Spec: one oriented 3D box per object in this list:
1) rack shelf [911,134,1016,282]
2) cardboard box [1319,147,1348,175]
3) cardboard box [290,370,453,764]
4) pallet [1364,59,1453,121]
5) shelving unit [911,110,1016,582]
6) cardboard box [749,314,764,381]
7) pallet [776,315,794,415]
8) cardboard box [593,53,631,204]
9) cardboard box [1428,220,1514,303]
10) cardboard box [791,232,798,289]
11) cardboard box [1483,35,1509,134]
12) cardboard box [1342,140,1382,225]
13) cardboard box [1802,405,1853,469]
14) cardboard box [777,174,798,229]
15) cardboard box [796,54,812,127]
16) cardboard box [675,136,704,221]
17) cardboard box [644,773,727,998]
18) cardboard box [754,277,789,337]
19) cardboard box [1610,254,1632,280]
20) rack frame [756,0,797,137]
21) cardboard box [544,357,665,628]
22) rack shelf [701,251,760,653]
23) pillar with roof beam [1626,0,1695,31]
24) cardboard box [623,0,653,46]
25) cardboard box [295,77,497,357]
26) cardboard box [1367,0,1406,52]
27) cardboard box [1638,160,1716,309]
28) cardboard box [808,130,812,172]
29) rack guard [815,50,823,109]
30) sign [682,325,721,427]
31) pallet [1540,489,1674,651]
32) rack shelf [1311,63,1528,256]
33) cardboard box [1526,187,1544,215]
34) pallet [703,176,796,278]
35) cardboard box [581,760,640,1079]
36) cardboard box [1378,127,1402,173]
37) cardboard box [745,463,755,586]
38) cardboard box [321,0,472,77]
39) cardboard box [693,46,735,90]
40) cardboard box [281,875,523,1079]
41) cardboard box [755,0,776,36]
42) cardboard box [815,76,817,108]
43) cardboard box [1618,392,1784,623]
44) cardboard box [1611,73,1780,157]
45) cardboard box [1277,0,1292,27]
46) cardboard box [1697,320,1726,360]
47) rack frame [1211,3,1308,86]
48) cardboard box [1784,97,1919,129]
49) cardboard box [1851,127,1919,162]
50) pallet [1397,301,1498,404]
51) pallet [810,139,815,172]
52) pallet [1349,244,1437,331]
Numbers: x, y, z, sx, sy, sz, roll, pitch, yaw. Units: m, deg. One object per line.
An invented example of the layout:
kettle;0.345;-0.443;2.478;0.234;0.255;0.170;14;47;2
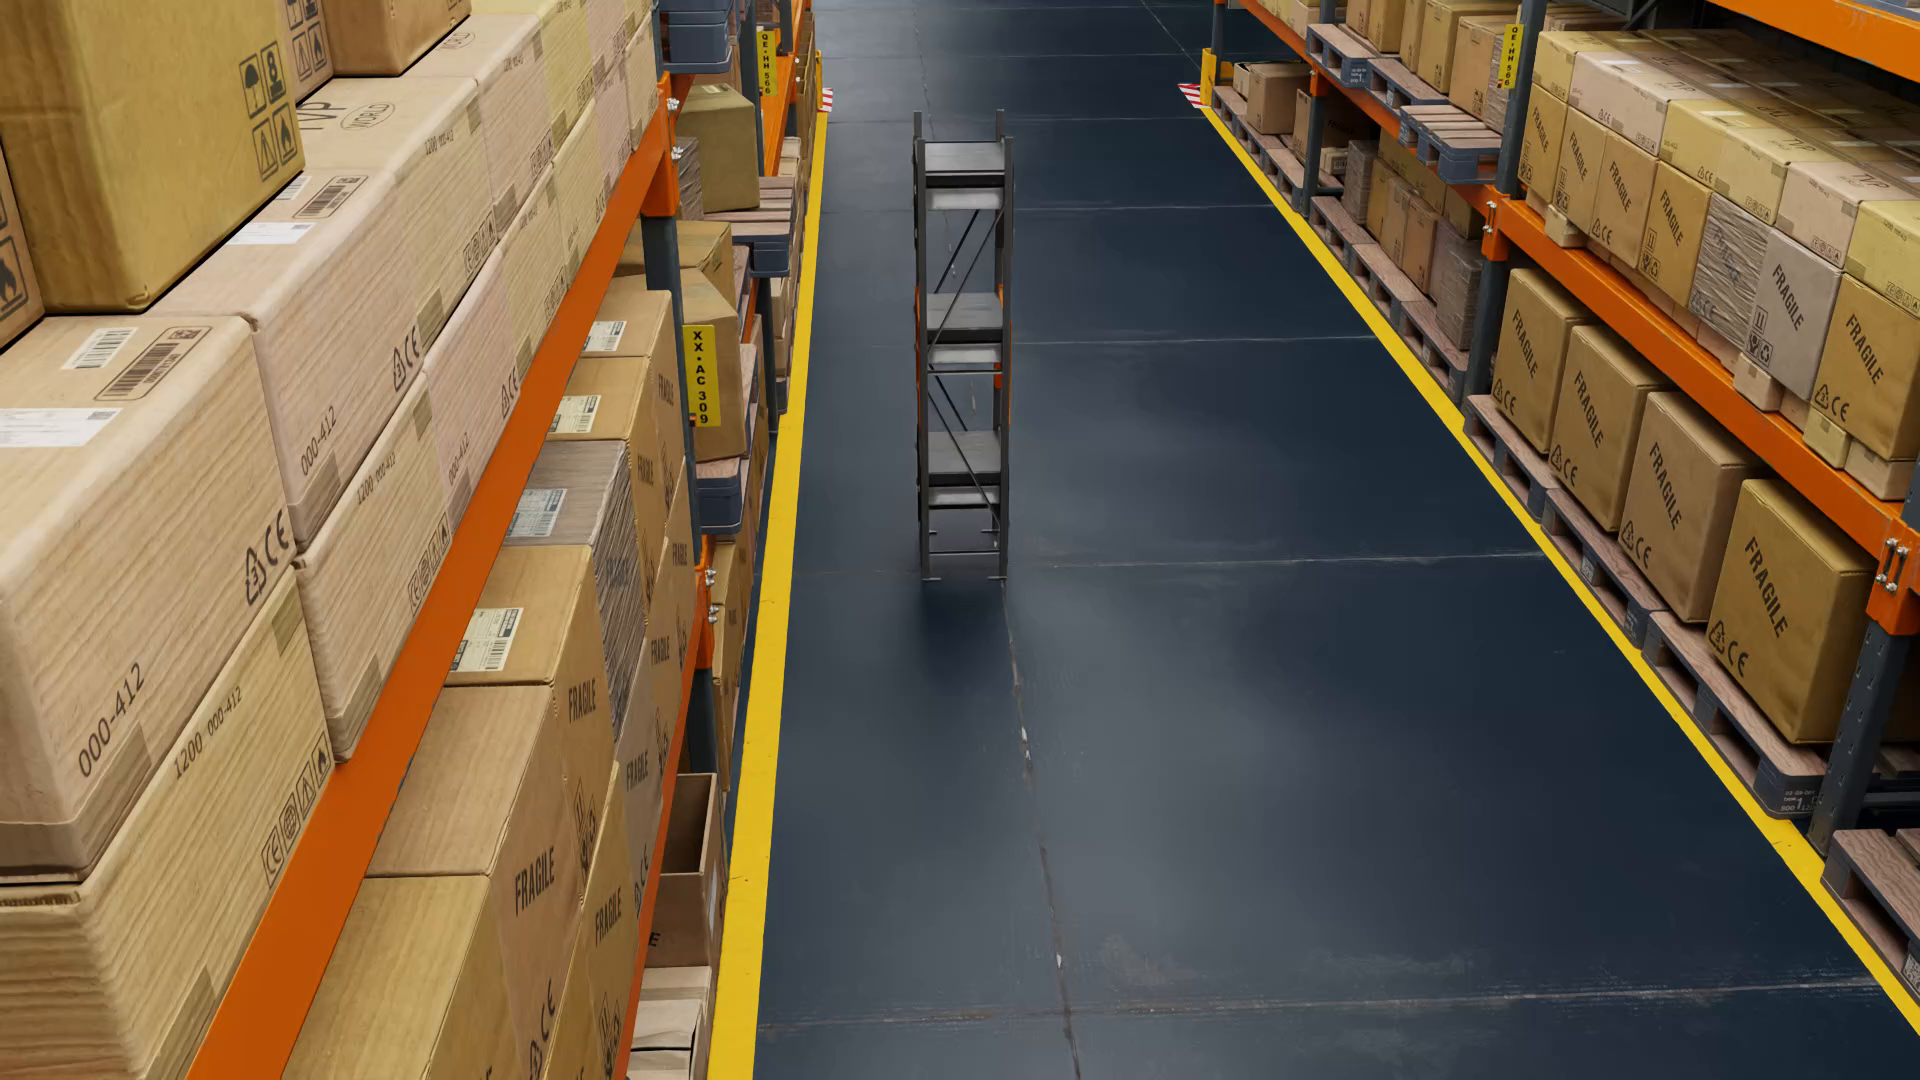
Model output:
rack shelf;0.009;-1.463;7.300;0.431;0.518;0.480;-1;28;-3
cardboard box;3.148;-3.093;13.525;0.380;0.166;0.250;-5;28;-9
cardboard box;-0.900;0.017;1.892;0.500;0.250;0.500;-1;28;-3
pallet;3.271;-2.889;10.752;1.003;0.211;1.213;-1;28;-3
shelving unit;0.009;-0.855;7.618;0.431;2.100;0.503;-1;28;-3
cardboard box;-1.241;-0.906;8.160;0.500;0.250;0.500;0;28;-1
pallet;-1.536;-1.084;10.100;1.003;0.211;1.213;-1;28;-3
cardboard box;-1.016;-0.906;3.662;0.500;0.250;0.500;-1;28;-3
cardboard box;3.415;-1.719;10.530;0.700;0.500;0.500;-1;28;-3
cardboard box;-1.352;-1.864;11.100;0.500;0.250;0.500;-1;28;-2
cardboard box;3.381;-2.517;9.248;0.700;0.500;0.500;-5;28;-9
cardboard box;3.261;-2.655;12.324;0.700;0.500;0.500;0;28;-1
cardboard box;3.287;-0.376;5.977;0.380;0.149;0.250;-1;28;-2
cardboard box;-1.376;-2.351;11.427;0.500;0.311;0.500;-1;28;-3
cardboard box;-1.504;-3.769;13.942;0.500;0.500;0.500;-1;28;-3
cardboard box;-1.529;-1.455;7.233;0.700;0.500;0.500;4;28;7
cardboard box;-1.010;1.078;5.168;0.500;0.500;0.500;-1;28;-3
cardboard box;-1.266;-1.404;9.611;0.500;0.311;0.500;0;28;-1
cardboard box;3.293;-1.326;7.799;0.380;0.149;0.250;-1;28;-2
rack frame;-1.740;-3.786;12.266;1.000;3.000;0.127;-1;28;-3
cardboard box;-1.008;-0.116;4.039;0.500;0.500;0.500;-2;28;-4
rack shelf;-1.427;-0.697;7.120;1.077;0.370;4.000;-1;28;-3
pillar with roof beam;-0.088;-5.238;8.561;9.100;9.000;0.400;-1;28;-3
cardboard box;-1.026;-1.359;3.990;0.500;0.250;0.500;-1;28;-3
cardboard box;-0.932;-0.435;2.219;0.500;0.250;0.500;-1;28;-3
cardboard box;3.221;-3.653;11.427;0.700;0.500;0.500;1;28;3
cardboard box;3.263;-1.304;7.054;0.500;0.500;0.500;-1;28;-1
cardboard box;-1.483;-3.206;13.672;0.500;0.250;0.500;-1;28;-3
rack guard;-1.951;-4.536;16.407;1.175;0.500;0.348;-1;28;-3
sign;-0.781;-0.492;5.014;0.100;0.325;0.005;-1;28;-3
pallet;3.442;0.104;7.823;1.003;0.211;1.213;-1;28;-3
rack shelf;3.311;-2.665;10.894;1.077;0.370;4.000;-1;28;-3
cardboard box;3.201;-1.800;8.708;0.380;0.149;0.250;-2;28;-3
pallet;-1.426;-1.543;8.172;1.213;0.211;1.003;-1;28;-3
cardboard box;-0.954;0.799;3.367;0.500;0.500;0.500;-1;28;-2
cardboard box;3.288;-2.784;11.761;0.500;0.250;0.500;-2;28;-4
cardboard box;-1.188;-0.118;7.461;0.500;0.500;0.500;-2;28;-5
cardboard box;-1.164;-0.994;2.478;0.700;0.500;0.500;-1;28;-3
cardboard box;-1.636;-2.758;10.186;0.500;0.500;0.500;-3;28;-5
cardboard box;-0.909;0.815;2.254;0.500;0.500;0.500;-1;28;-2
cardboard box;-1.770;-4.036;12.636;0.700;0.500;0.500;-2;28;-4
cardboard box;-1.588;-4.130;15.443;0.500;0.250;0.500;-1;28;-3
cardboard box;3.411;-0.154;7.172;0.750;0.750;0.750;-1;28;-1
cardboard box;3.240;-1.883;7.355;0.500;0.250;0.500;-1;28;-2
cardboard box;2.861;-4.292;13.376;0.500;0.250;0.500;-1;28;-2
cardboard box;3.301;-0.848;6.882;0.380;0.149;0.250;-2;28;-4
rack frame;2.997;-5.755;16.041;1.000;3.000;0.127;-1;28;-3
cardboard box;3.772;-1.663;6.933;0.500;0.250;0.500;-2;28;-4
cardboard box;3.795;-1.422;6.471;0.500;0.250;0.500;-2;28;-4
pallet;3.376;-1.185;10.294;1.003;0.211;1.213;-1;28;-3
pallet;-1.807;-3.483;14.700;1.003;0.211;1.213;-1;28;-3
pallet;3.315;-1.747;11.371;1.003;0.211;1.213;-1;28;-3
